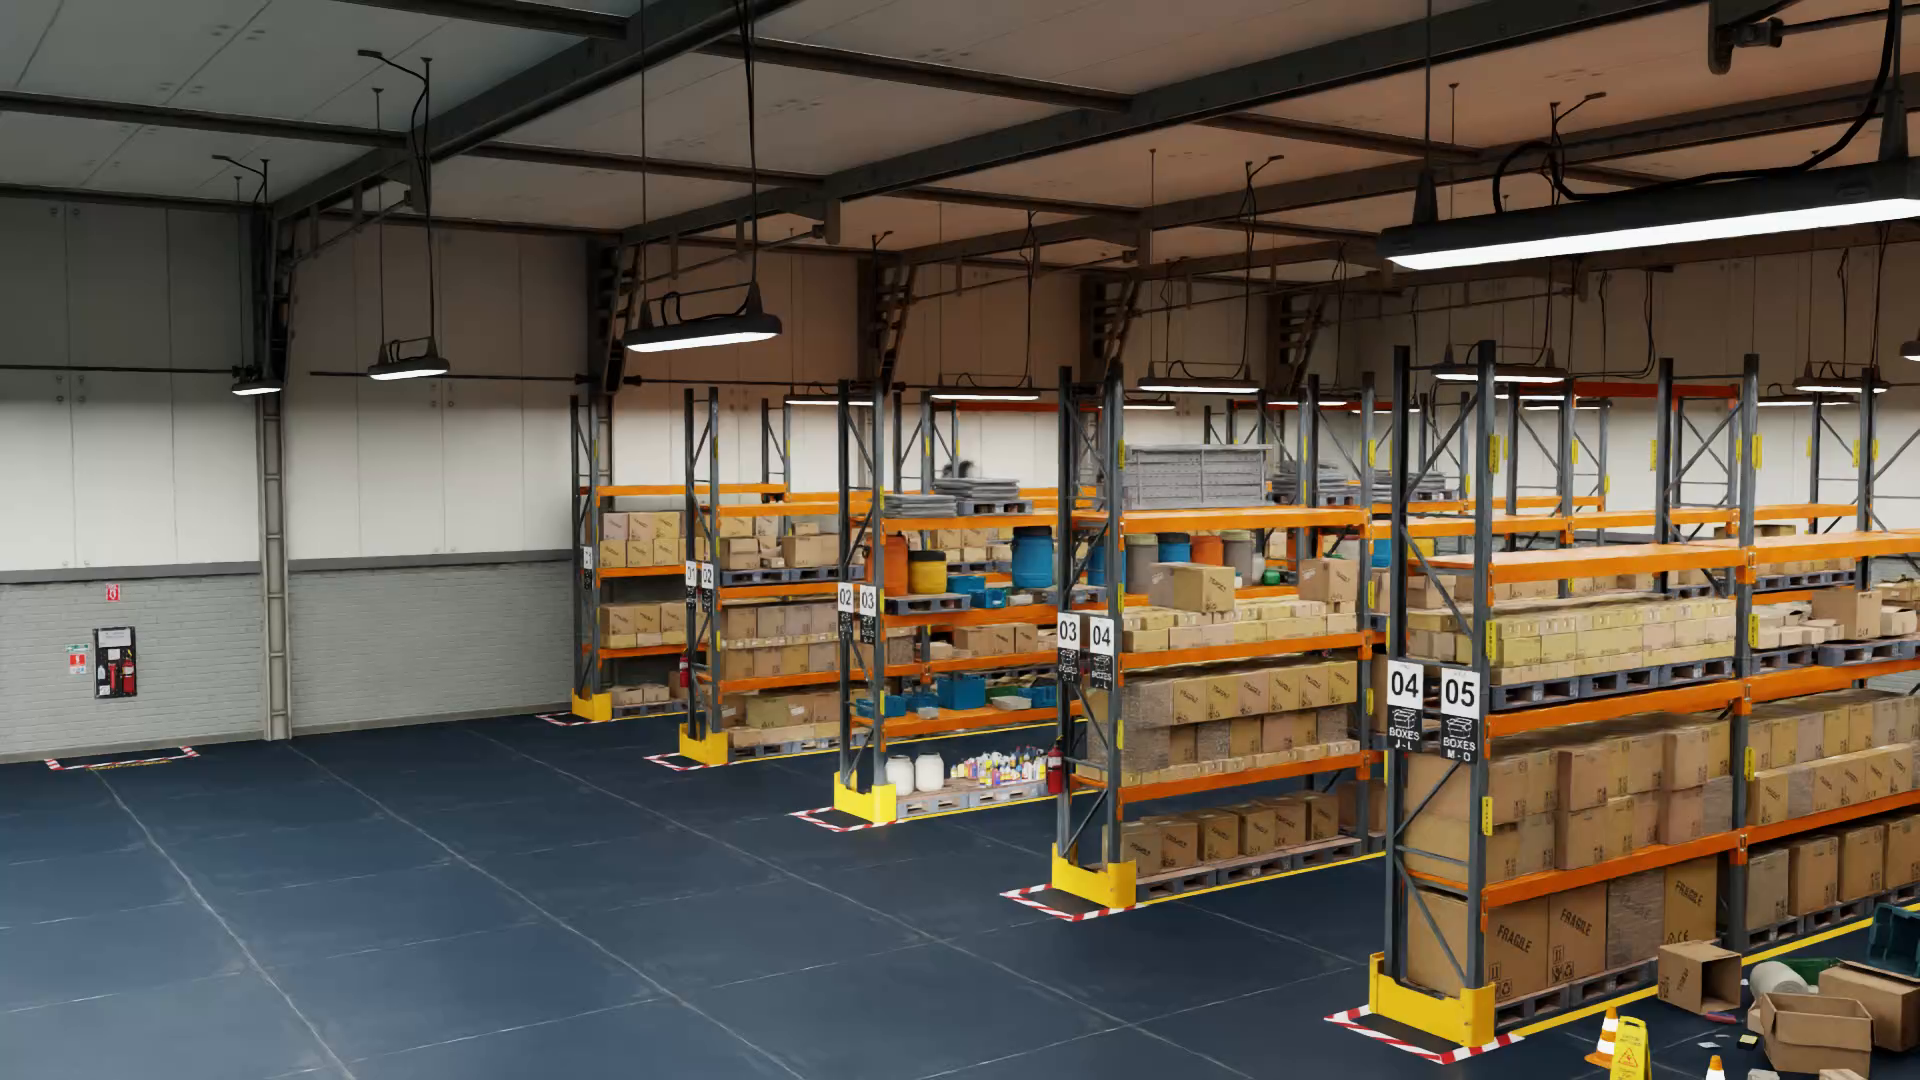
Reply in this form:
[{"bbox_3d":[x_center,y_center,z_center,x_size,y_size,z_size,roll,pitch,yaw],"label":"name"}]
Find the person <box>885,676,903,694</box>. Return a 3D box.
[{"bbox_3d":[-1.412,2.442,31.323,0.915,1.657,0.610,-3,4,-37],"label":"person"}]
